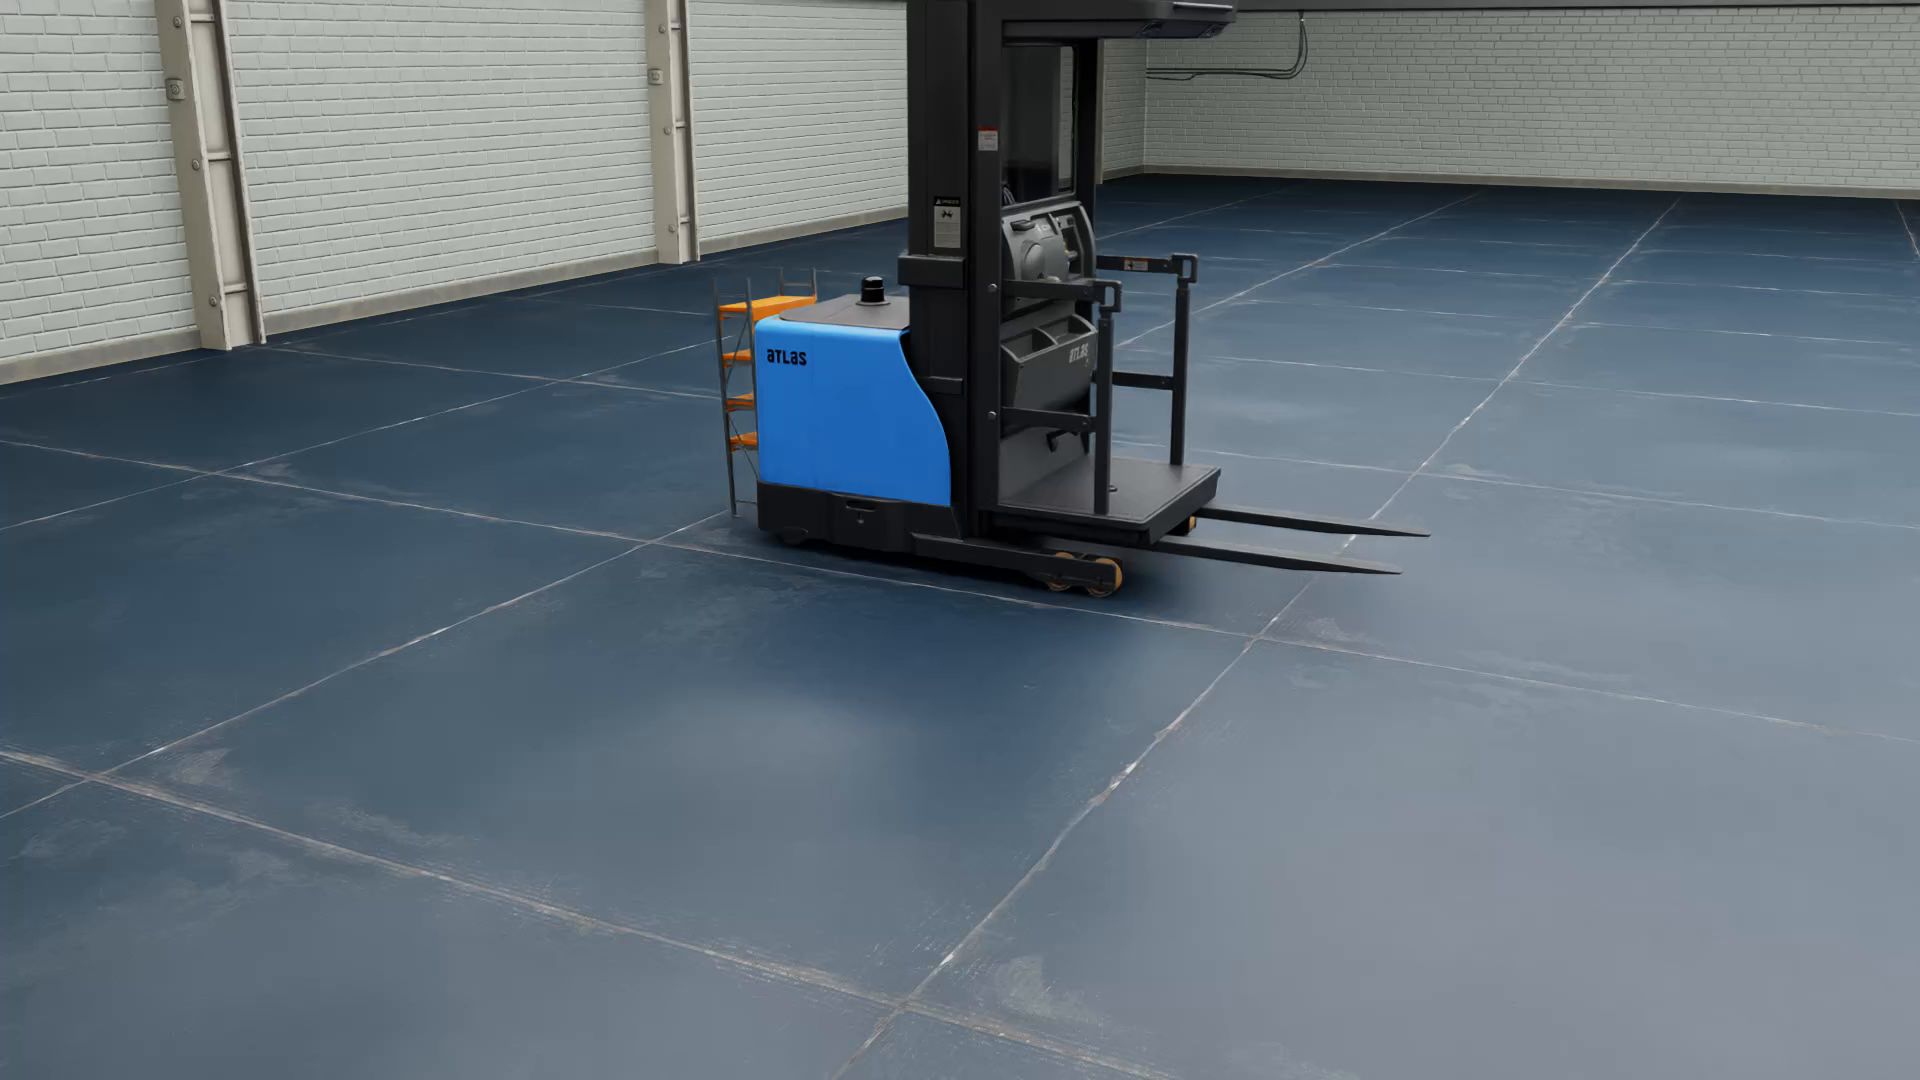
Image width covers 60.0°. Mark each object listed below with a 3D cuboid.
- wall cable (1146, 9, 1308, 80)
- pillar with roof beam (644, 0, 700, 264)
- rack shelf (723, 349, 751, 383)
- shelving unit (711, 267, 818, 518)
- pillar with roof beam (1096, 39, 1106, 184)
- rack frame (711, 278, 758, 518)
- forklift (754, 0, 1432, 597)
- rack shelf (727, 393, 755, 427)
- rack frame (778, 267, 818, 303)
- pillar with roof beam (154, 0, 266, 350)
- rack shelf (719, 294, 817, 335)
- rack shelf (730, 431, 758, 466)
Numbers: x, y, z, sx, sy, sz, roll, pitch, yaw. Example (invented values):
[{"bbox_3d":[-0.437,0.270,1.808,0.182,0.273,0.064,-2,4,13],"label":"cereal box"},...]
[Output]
[{"bbox_3d":[4.746,-9.548,29.819,3.097,2.526,0.112,8,18,25],"label":"wall cable"},{"bbox_3d":[0.736,-6.850,15.282,9.100,9.000,0.400,8,18,25],"label":"pillar with roof beam"},{"bbox_3d":[-0.950,-0.895,8.354,0.258,0.148,0.480,7,18,35],"label":"rack shelf"},{"bbox_3d":[-0.942,-0.743,8.393,0.258,1.200,0.503,7,18,35],"label":"shelving unit"},{"bbox_3d":[6.098,-9.906,25.573,9.100,9.000,0.400,8,18,25],"label":"pillar with roof beam"},{"bbox_3d":[-1.083,-0.687,8.202,0.240,1.200,0.015,7,18,35],"label":"rack frame"},{"bbox_3d":[0.584,-1.331,7.358,3.031,2.935,1.130,8,18,25],"label":"forklift"},{"bbox_3d":[-0.939,-0.678,8.409,0.258,0.148,0.480,7,18,35],"label":"rack shelf"},{"bbox_3d":[-0.801,-0.800,8.584,0.240,1.200,0.015,7,18,35],"label":"rack frame"},{"bbox_3d":[-1.945,-5.322,10.136,9.100,9.000,0.400,8,18,25],"label":"pillar with roof beam"},{"bbox_3d":[-0.962,-1.123,8.295,0.258,0.148,0.480,7,18,35],"label":"rack shelf"},{"bbox_3d":[-0.928,-0.486,8.459,0.258,0.148,0.480,7,18,35],"label":"rack shelf"}]
